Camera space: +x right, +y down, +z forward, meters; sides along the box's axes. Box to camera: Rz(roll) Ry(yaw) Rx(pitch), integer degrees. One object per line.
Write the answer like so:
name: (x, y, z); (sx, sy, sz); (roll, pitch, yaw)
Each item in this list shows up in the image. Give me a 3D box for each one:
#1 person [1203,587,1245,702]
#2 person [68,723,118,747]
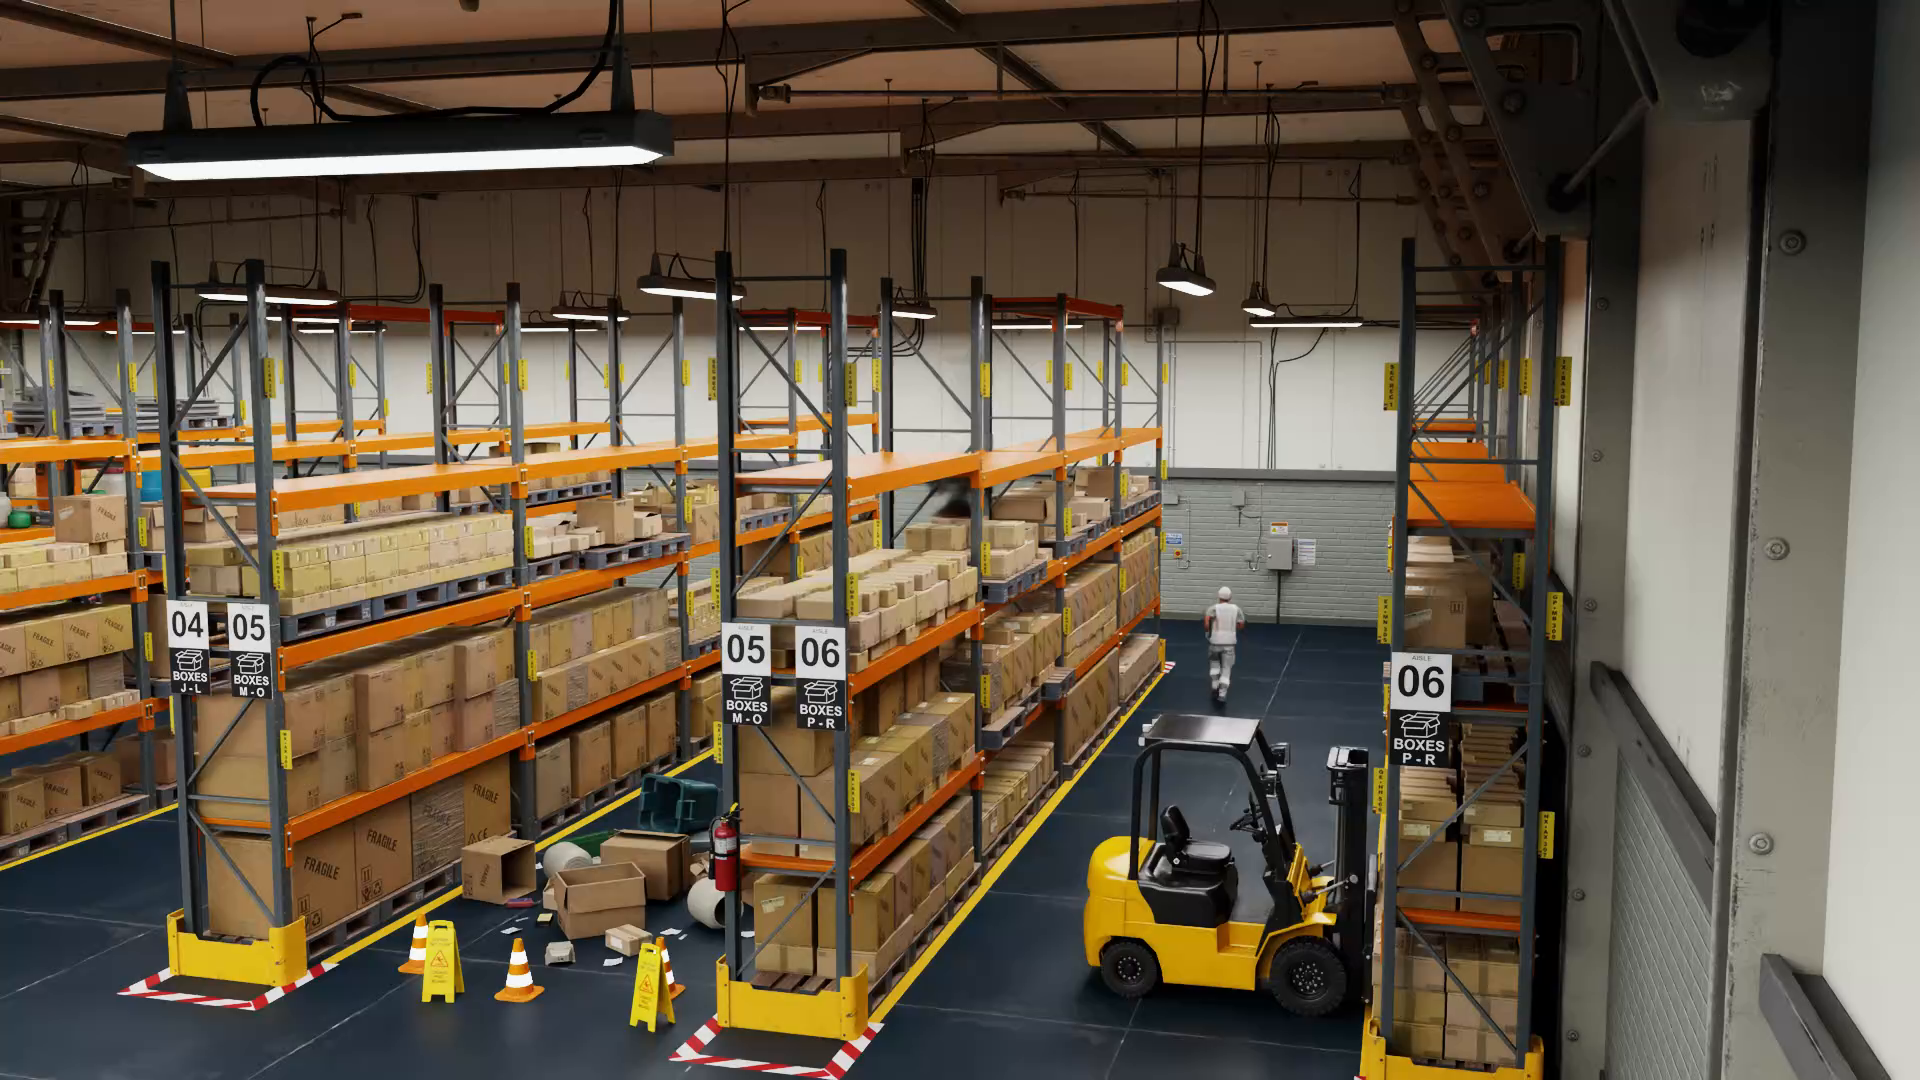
person: (4.024, 1.610, 25.354); (0.635, 1.802, 0.789); (1, 6, 8)
person: (-11.833, 1.968, 22.686); (0.573, 1.571, 0.859); (2, 6, 14)
